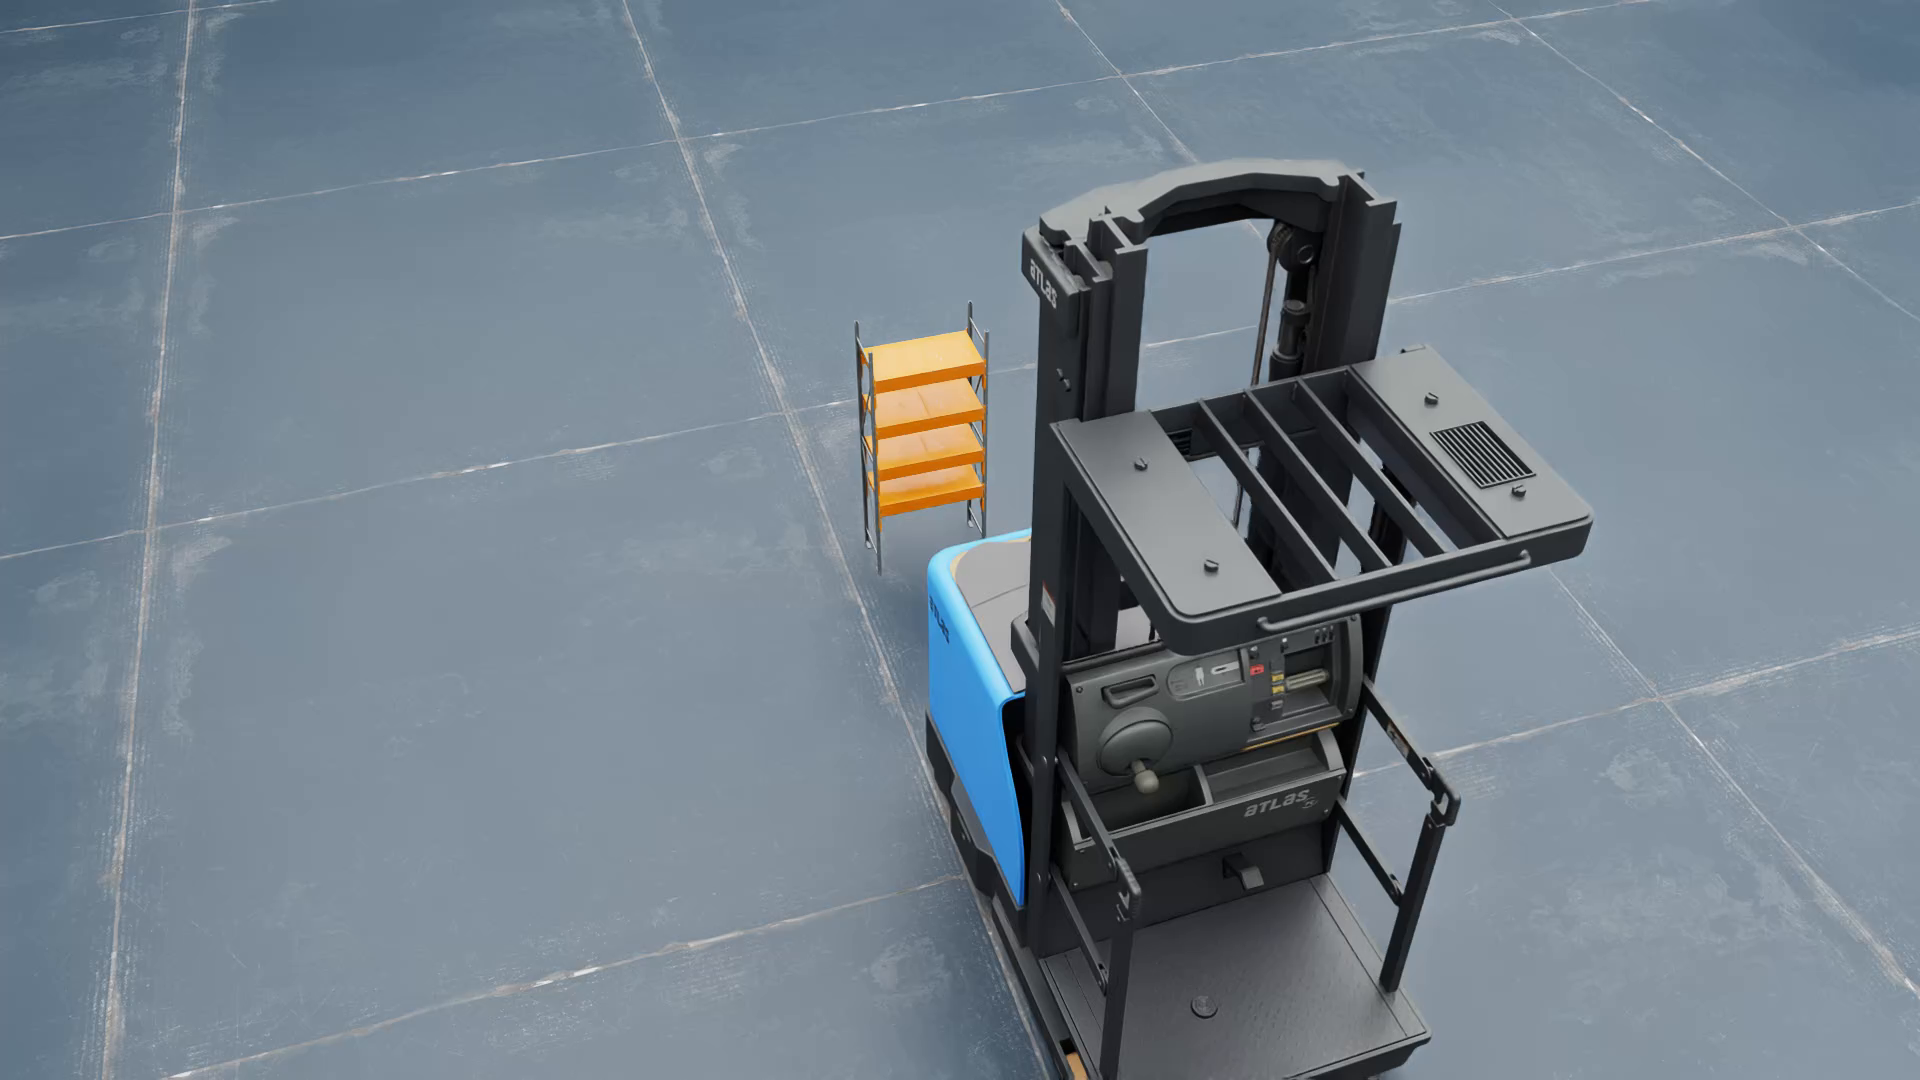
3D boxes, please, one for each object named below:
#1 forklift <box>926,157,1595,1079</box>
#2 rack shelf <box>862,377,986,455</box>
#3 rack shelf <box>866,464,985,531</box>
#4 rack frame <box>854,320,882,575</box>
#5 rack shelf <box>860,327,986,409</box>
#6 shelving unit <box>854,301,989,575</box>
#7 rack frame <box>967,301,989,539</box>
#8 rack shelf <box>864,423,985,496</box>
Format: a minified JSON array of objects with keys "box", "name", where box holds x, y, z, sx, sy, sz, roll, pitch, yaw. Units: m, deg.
[{"box":[0.835,0.555,4.737,1.130,2.935,3.031,-13,43,-14],"name":"forklift"},{"box":[-0.158,-0.537,7.064,0.480,0.148,0.258,-12,42,-13],"name":"rack shelf"},{"box":[-0.158,-0.219,7.342,0.480,0.148,0.258,-12,42,-13],"name":"rack shelf"},{"box":[-0.391,-0.371,7.112,0.015,1.200,0.240,-12,42,-13],"name":"rack frame"},{"box":[-0.158,-0.715,6.909,0.480,0.148,0.258,-12,42,-13],"name":"rack shelf"},{"box":[-0.158,-0.419,7.167,0.503,1.200,0.258,-12,42,-13],"name":"shelving unit"},{"box":[0.075,-0.467,7.223,0.015,1.200,0.240,-12,42,-13],"name":"rack frame"},{"box":[-0.158,-0.368,7.212,0.480,0.148,0.258,-12,42,-13],"name":"rack shelf"}]
